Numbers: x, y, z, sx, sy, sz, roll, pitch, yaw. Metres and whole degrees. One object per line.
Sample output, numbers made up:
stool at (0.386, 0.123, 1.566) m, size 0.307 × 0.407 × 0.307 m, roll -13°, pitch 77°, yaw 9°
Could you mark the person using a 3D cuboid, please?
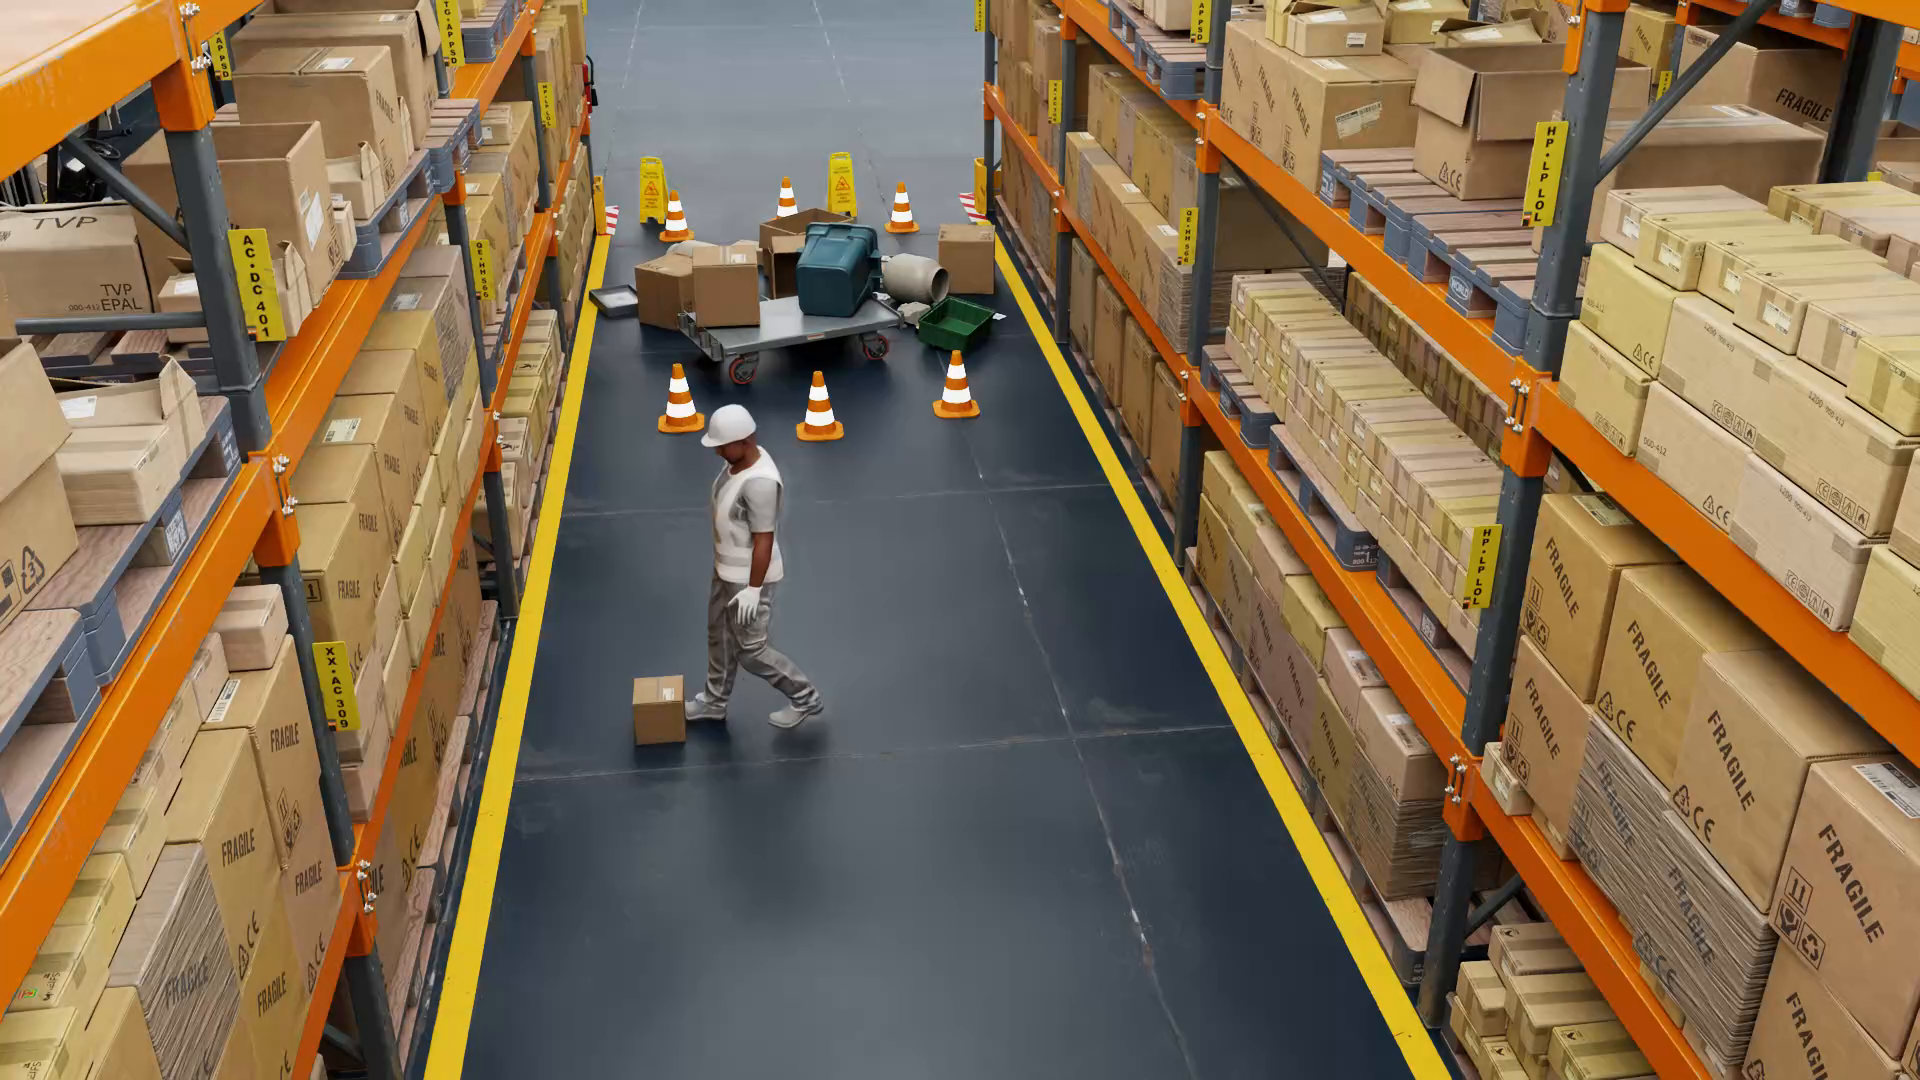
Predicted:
person at (-1.107, 0.168, 8.246) m, size 0.772 × 1.766 × 0.606 m, roll -8°, pitch 28°, yaw -15°
